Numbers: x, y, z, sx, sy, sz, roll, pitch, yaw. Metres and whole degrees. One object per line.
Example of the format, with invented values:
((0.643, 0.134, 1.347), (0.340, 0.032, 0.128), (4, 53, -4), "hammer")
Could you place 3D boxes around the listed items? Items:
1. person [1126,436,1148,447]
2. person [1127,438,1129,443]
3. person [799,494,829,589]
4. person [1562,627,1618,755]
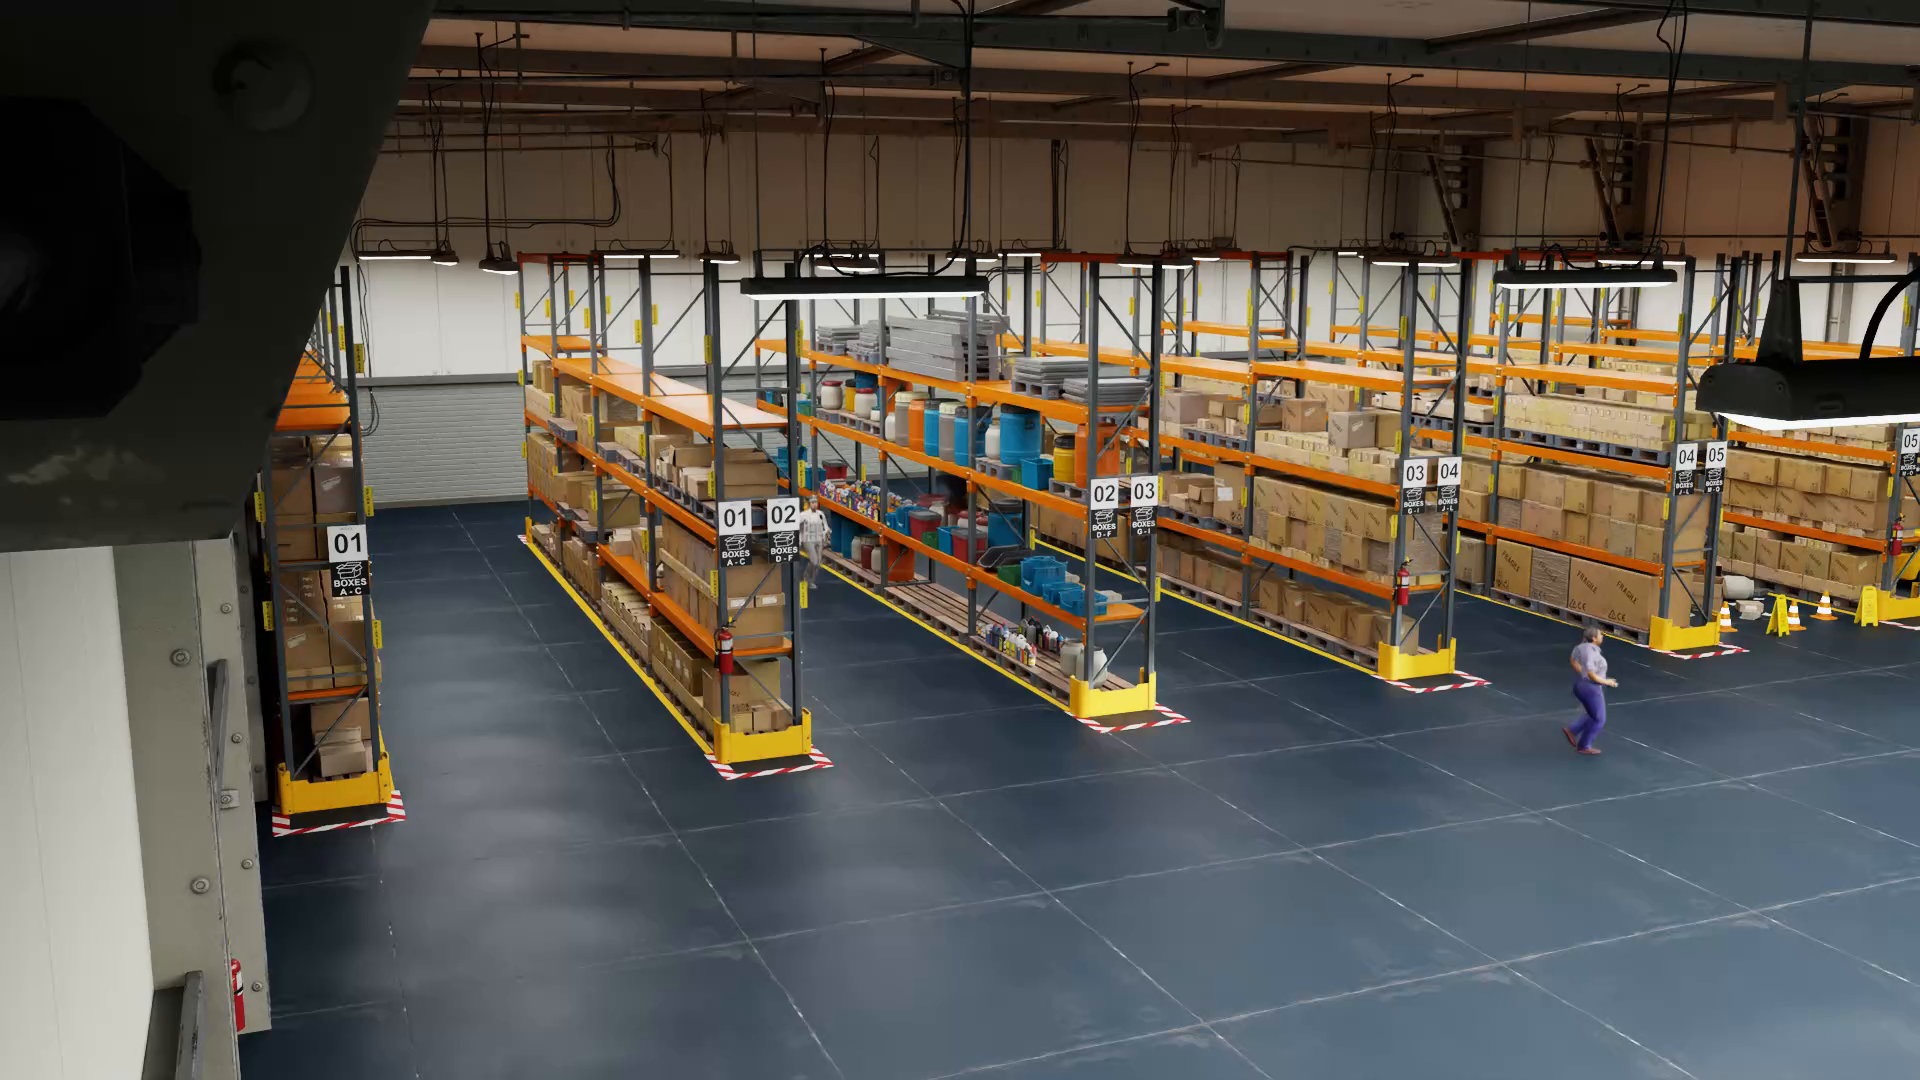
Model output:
((4.283, -2.055, 41.416), (0.952, 1.704, 0.851), (-4, 11, -23), "person")
((3.939, -1.564, 38.889), (0.737, 1.693, 0.566), (-3, 11, -14), "person")
((-2.509, 0.041, 28.597), (0.604, 1.663, 0.551), (-6, 12, -29), "person")
((7.777, 1.850, 20.491), (0.531, 1.602, 0.627), (1, 10, 4), "person")
